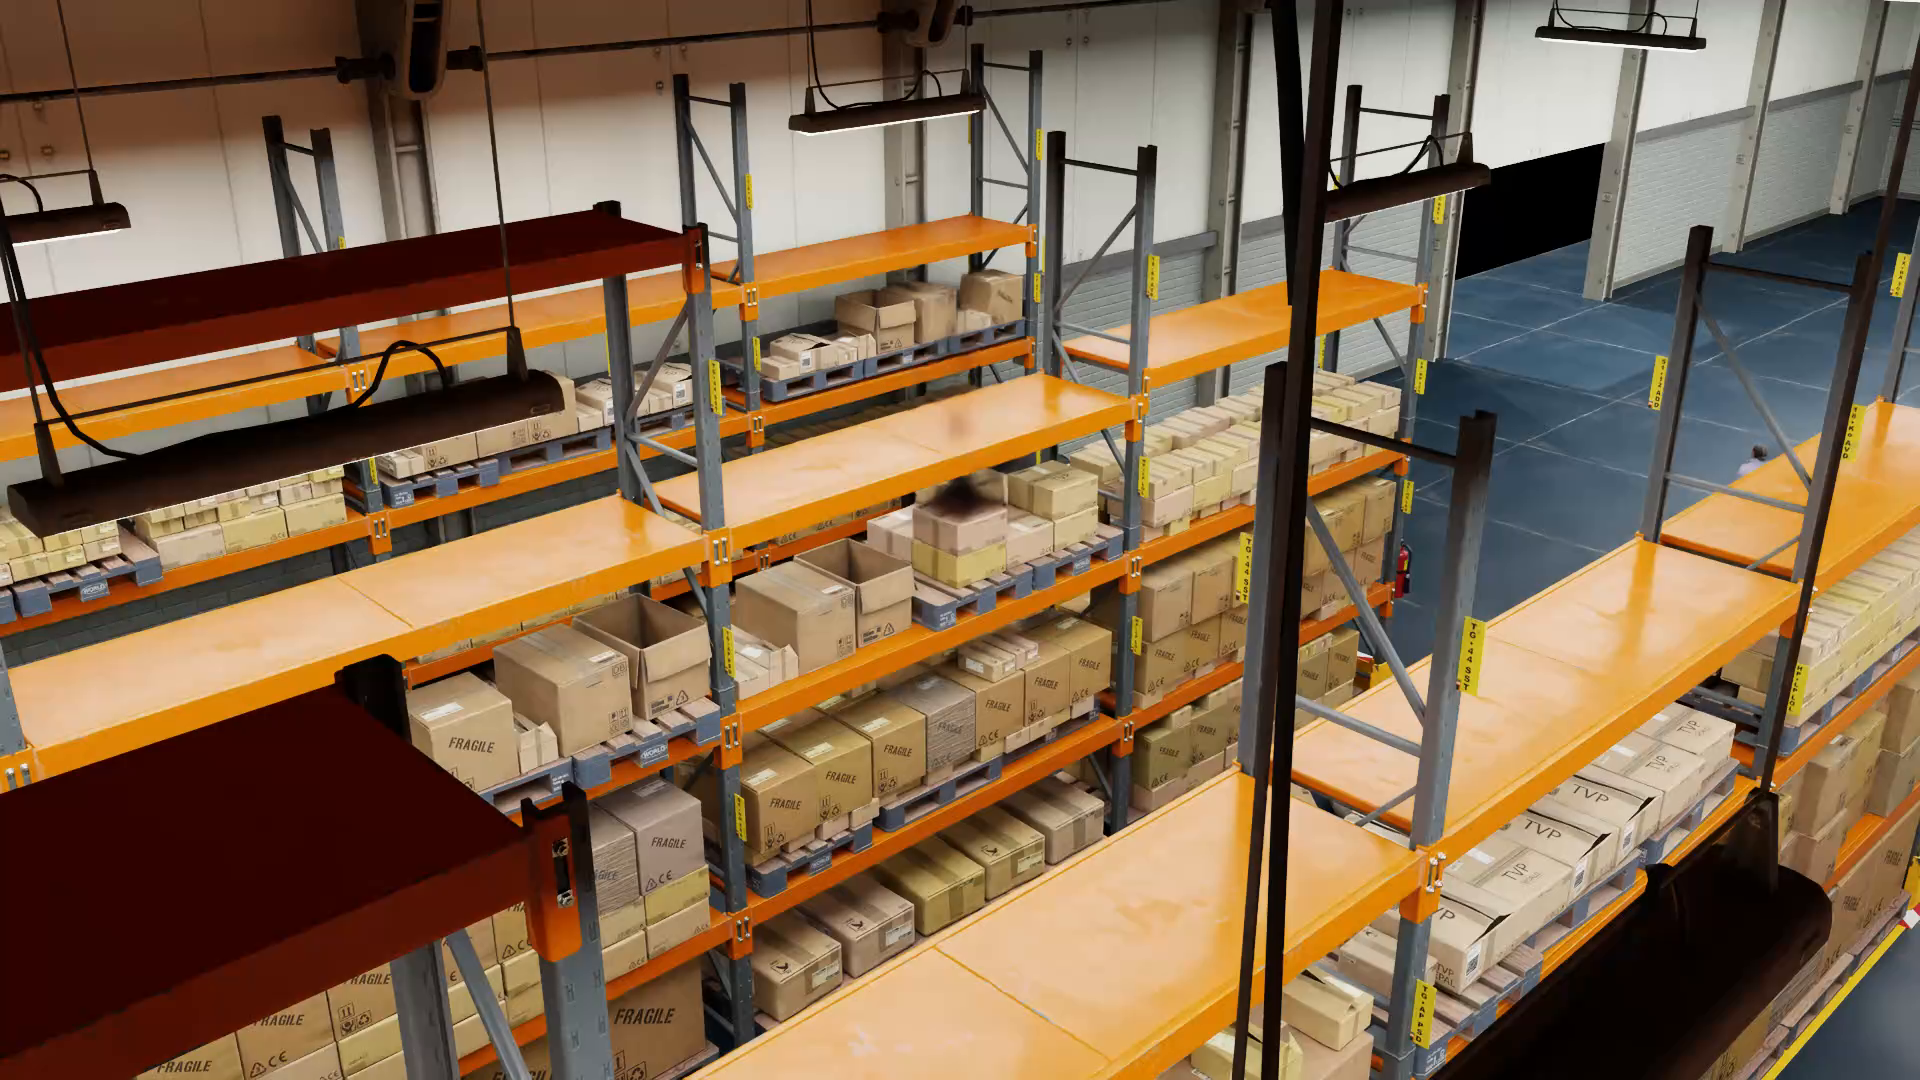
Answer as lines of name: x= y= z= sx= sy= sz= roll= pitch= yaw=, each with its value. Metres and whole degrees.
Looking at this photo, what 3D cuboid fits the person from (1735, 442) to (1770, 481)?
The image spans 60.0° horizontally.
person: x=9.402 y=-0.388 z=19.760 sx=0.602 sy=1.612 sz=0.802 roll=1 pitch=22 yaw=2
